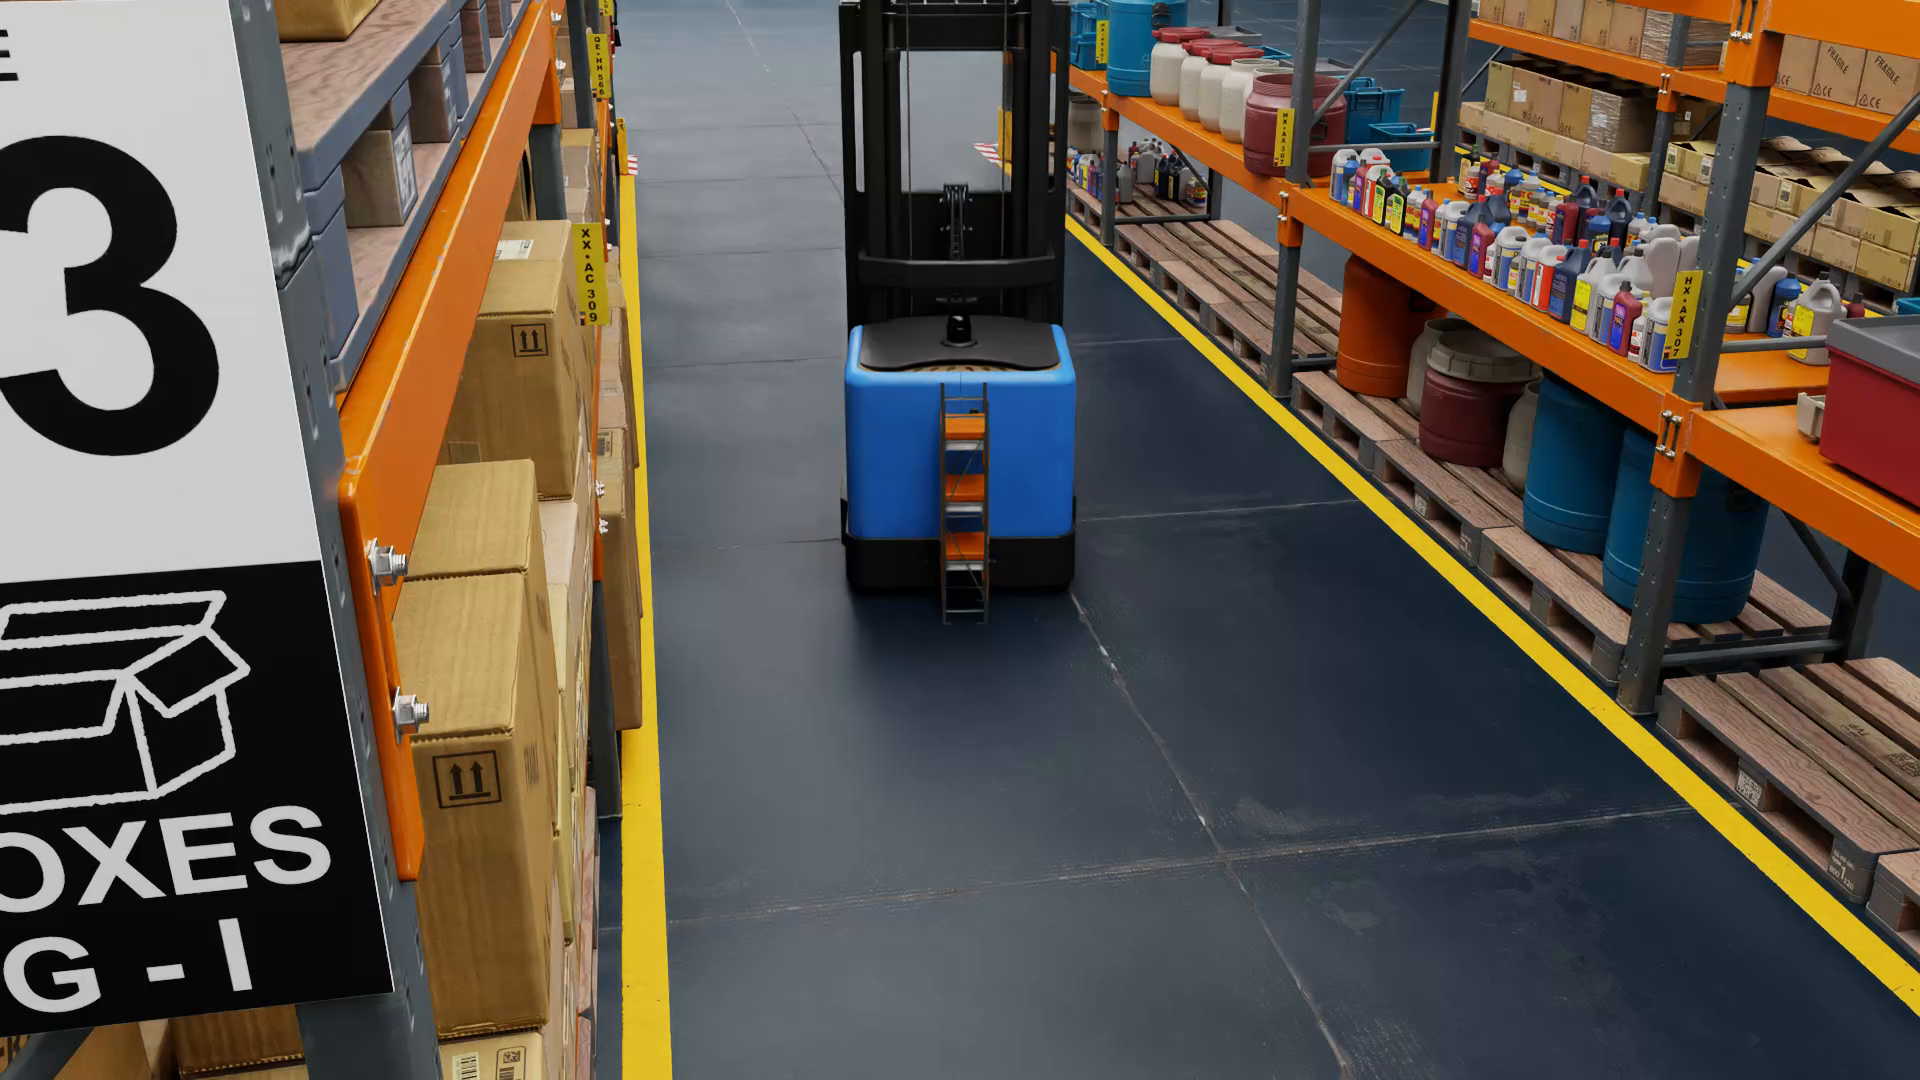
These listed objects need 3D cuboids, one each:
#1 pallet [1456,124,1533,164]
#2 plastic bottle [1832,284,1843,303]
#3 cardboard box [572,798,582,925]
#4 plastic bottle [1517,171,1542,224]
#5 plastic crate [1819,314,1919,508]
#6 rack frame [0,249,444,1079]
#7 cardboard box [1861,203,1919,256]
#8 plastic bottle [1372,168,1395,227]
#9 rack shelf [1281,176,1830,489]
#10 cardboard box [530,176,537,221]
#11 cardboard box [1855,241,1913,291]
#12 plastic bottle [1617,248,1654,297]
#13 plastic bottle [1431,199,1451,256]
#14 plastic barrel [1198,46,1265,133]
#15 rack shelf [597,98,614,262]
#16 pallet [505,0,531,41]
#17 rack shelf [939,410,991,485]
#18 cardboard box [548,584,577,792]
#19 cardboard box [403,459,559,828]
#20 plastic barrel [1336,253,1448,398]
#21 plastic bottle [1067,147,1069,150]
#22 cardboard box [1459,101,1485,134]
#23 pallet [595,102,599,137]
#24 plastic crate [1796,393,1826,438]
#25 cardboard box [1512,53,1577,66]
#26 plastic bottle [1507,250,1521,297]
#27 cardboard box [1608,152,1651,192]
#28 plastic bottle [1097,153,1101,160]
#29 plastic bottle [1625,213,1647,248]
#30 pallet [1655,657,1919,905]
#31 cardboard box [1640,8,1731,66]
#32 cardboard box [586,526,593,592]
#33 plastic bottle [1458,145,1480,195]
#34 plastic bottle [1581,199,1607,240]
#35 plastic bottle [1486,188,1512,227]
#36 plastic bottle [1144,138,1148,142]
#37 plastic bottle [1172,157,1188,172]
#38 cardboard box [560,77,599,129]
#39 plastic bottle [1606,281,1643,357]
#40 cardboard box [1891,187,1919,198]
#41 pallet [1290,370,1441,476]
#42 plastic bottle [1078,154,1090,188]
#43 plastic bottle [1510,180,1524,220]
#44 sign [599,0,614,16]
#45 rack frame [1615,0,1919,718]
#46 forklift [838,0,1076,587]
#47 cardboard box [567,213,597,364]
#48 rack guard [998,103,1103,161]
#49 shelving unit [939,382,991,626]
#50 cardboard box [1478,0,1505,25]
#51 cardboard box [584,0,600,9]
[{"bbox_3d":[5.989,-4.236,17.685,1.003,0.211,1.213,-4,24,-10],"label":"pallet"},{"bbox_3d":[3.483,-0.901,6.712,0.061,0.283,0.133,-4,24,-10],"label":"plastic bottle"},{"bbox_3d":[-0.953,0.659,3.307,0.380,0.149,0.250,-5,24,-10],"label":"cardboard box"},{"bbox_3d":[3.029,-1.823,8.836,0.097,0.271,0.097,0,24,0],"label":"plastic bottle"},{"bbox_3d":[3.075,-0.414,5.294,0.402,0.464,0.583,-4,24,-10],"label":"plastic crate"},{"bbox_3d":[-0.971,1.213,1.724,1.000,3.000,0.127,-4,24,-10],"label":"rack frame"},{"bbox_3d":[6.844,-2.246,11.855,0.500,0.311,0.500,-5,24,-11],"label":"cardboard box"},{"bbox_3d":[2.245,-1.814,8.802,0.061,0.283,0.133,-4,24,-10],"label":"plastic bottle"},{"bbox_3d":[2.787,-1.183,8.111,1.077,0.370,4.000,-4,24,-10],"label":"rack shelf"},{"bbox_3d":[-1.953,-1.387,6.299,0.797,0.503,0.637,-4,24,-9],"label":"cardboard box"},{"bbox_3d":[6.850,-1.989,11.966,0.500,0.250,0.500,-5,24,-10],"label":"cardboard box"},{"bbox_3d":[2.807,-1.052,6.972,0.144,0.351,0.185,-4,24,-10],"label":"plastic bottle"},{"bbox_3d":[2.387,-1.545,8.200,0.097,0.271,0.097,0,24,0],"label":"plastic bottle"},{"bbox_3d":[1.854,-3.084,11.394,0.433,0.535,0.433,0,24,0],"label":"plastic barrel"},{"bbox_3d":[-2.820,-2.390,10.874,1.077,0.370,4.000,-4,24,-10],"label":"rack shelf"},{"bbox_3d":[-1.570,-1.371,4.005,1.003,0.211,1.213,-4,24,-10],"label":"pallet"},{"bbox_3d":[0.019,-0.402,7.175,0.215,0.259,0.240,-1,24,-1],"label":"rack shelf"},{"bbox_3d":[-1.088,0.330,3.562,0.500,0.250,0.500,-5,24,-11],"label":"cardboard box"},{"bbox_3d":[-0.989,0.193,2.938,0.500,0.500,0.500,-5,24,-11],"label":"cardboard box"},{"bbox_3d":[2.524,-1.307,9.681,0.600,0.830,0.708,-4,24,-10],"label":"plastic barrel"},{"bbox_3d":[0.991,-3.577,15.536,0.061,0.283,0.133,-4,24,-9],"label":"plastic bottle"},{"bbox_3d":[5.687,-4.517,17.755,0.500,0.250,0.500,-4,24,-10],"label":"cardboard box"},{"bbox_3d":[-2.857,-2.621,10.743,1.003,0.211,1.213,-4,24,-10],"label":"pallet"},{"bbox_3d":[3.102,-0.439,5.763,0.396,0.136,0.243,-4,24,-10],"label":"plastic crate"},{"bbox_3d":[6.198,-4.899,17.693,0.500,0.500,0.500,-4,24,-10],"label":"cardboard box"},{"bbox_3d":[2.532,-1.205,7.510,0.097,0.201,0.097,0,24,0],"label":"plastic bottle"},{"bbox_3d":[6.245,-3.337,15.053,0.500,0.250,0.500,-4,24,-10],"label":"cardboard box"},{"bbox_3d":[1.258,-3.337,14.987,0.061,0.283,0.133,-4,24,-10],"label":"plastic bottle"},{"bbox_3d":[3.219,-1.419,7.912,0.097,0.271,0.097,0,24,0],"label":"plastic bottle"},{"bbox_3d":[3.331,0.838,6.068,1.003,0.211,1.213,-4,24,-10],"label":"pallet"},{"bbox_3d":[6.458,-4.458,14.585,0.700,0.500,0.500,-5,24,-11],"label":"cardboard box"},{"bbox_3d":[-1.238,0.053,4.694,0.380,0.149,0.250,-5,24,-11],"label":"cardboard box"},{"bbox_3d":[2.911,-2.119,9.499,0.061,0.283,0.133,-4,24,-10],"label":"plastic bottle"},{"bbox_3d":[3.121,-1.540,8.173,0.061,0.283,0.133,-4,24,-10],"label":"plastic bottle"},{"bbox_3d":[2.586,-1.539,8.087,0.144,0.351,0.185,-4,24,-10],"label":"plastic bottle"},{"bbox_3d":[1.748,-3.669,15.747,0.061,0.283,0.133,-4,24,-8],"label":"plastic bottle"},{"bbox_3d":[1.936,-3.209,14.610,0.144,0.351,0.185,-4,24,-8],"label":"plastic bottle"},{"bbox_3d":[-2.535,-2.733,10.423,0.500,0.250,0.500,-5,24,-11],"label":"cardboard box"},{"bbox_3d":[2.678,-0.892,6.690,0.061,0.283,0.133,-4,24,-10],"label":"plastic bottle"},{"bbox_3d":[7.280,-2.489,12.411,0.500,0.311,0.500,-5,24,-11],"label":"cardboard box"},{"bbox_3d":[2.604,-0.715,9.623,1.003,0.211,1.213,-4,24,-10],"label":"pallet"},{"bbox_3d":[1.154,-3.325,14.969,0.152,0.276,0.135,-4,24,-9],"label":"plastic bottle"},{"bbox_3d":[3.011,-1.829,8.938,0.097,0.201,0.097,0,24,0],"label":"plastic bottle"},{"bbox_3d":[-2.646,-4.080,12.397,0.100,0.325,0.005,-4,24,-10],"label":"sign"},{"bbox_3d":[3.157,-0.726,6.166,1.000,3.000,0.127,-4,24,-10],"label":"rack frame"},{"bbox_3d":[-0.031,-1.671,8.415,1.130,2.935,3.031,-1,24,-1],"label":"forklift"},{"bbox_3d":[-1.736,-1.000,6.666,0.500,0.500,0.500,-5,24,-11],"label":"cardboard box"},{"bbox_3d":[0.998,-4.275,17.413,1.175,0.500,0.348,-4,24,-10],"label":"rack guard"},{"bbox_3d":[0.019,-0.151,7.285,0.215,1.050,0.252,-1,24,-1],"label":"shelving unit"},{"bbox_3d":[5.880,-5.673,17.366,0.700,0.500,0.500,-4,24,-10],"label":"cardboard box"},{"bbox_3d":[-3.024,-4.343,12.700,0.500,0.500,0.500,-4,24,-10],"label":"cardboard box"}]
